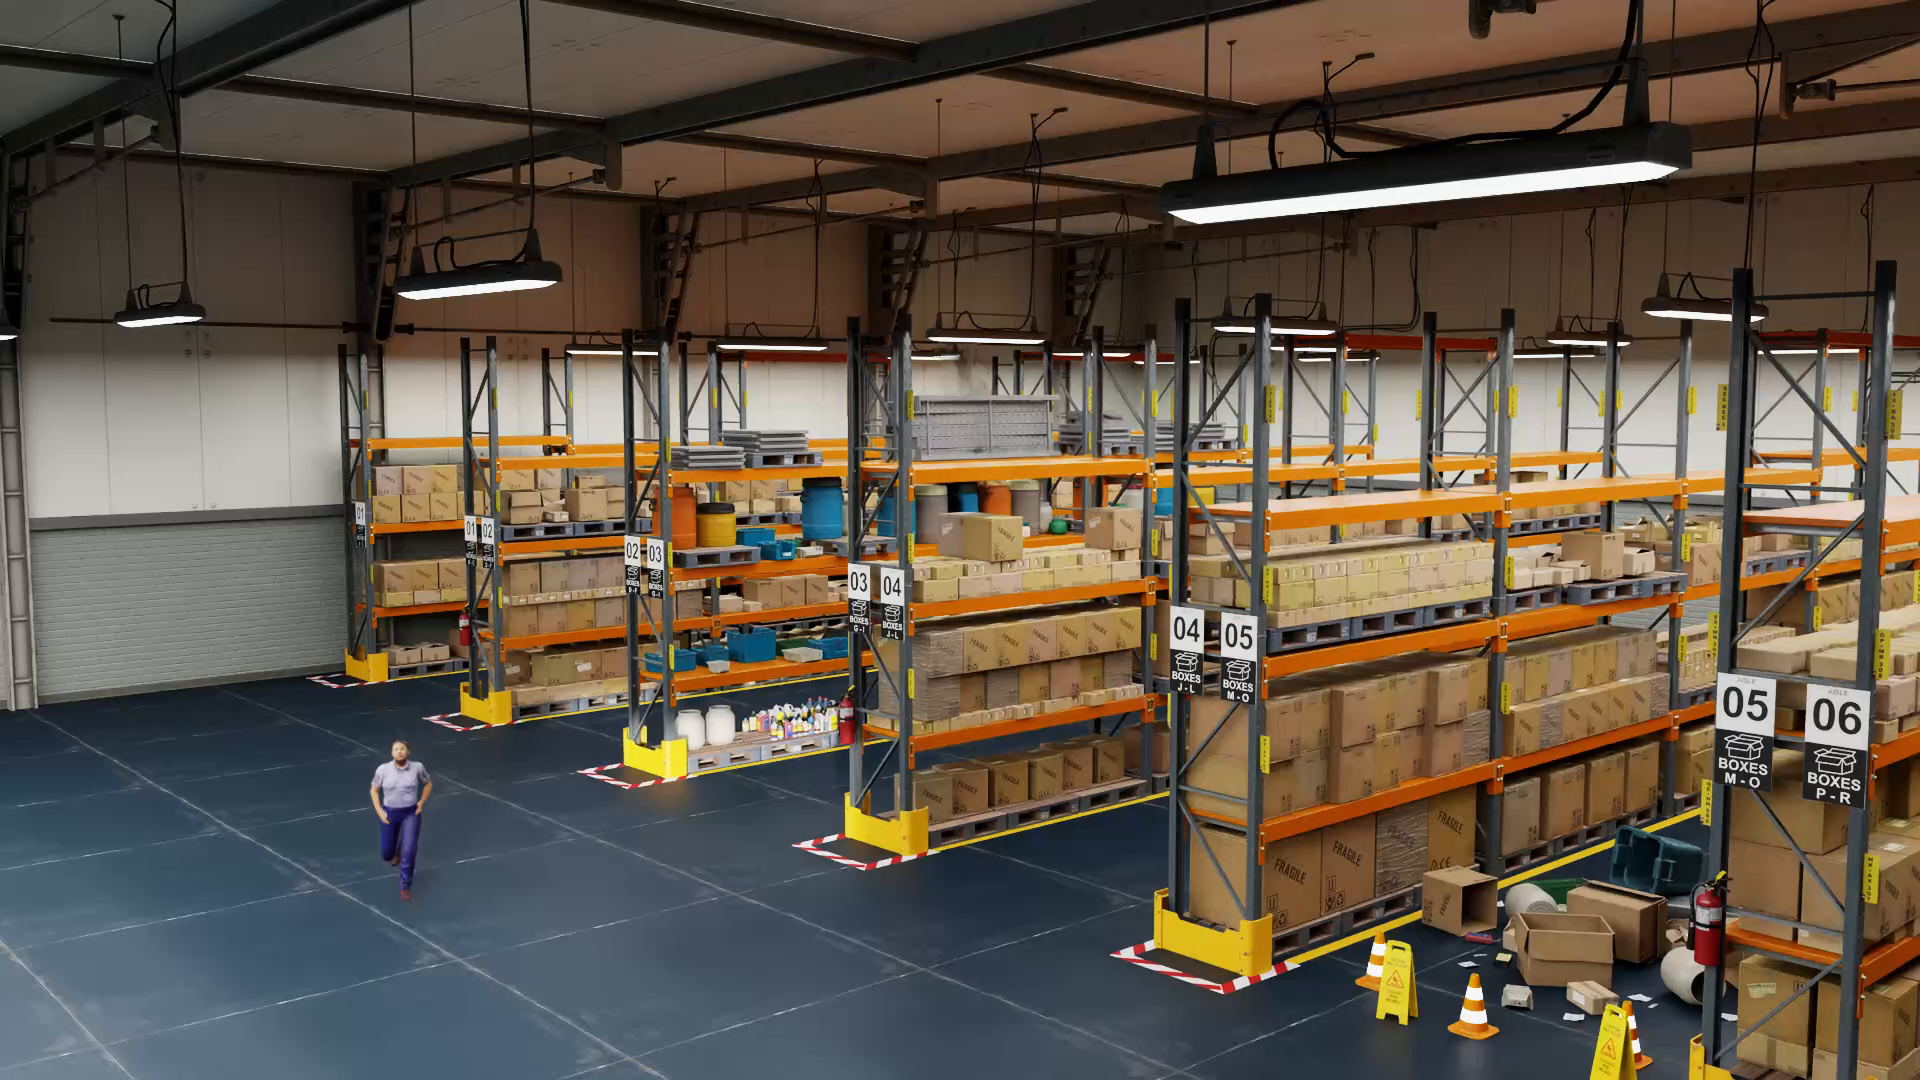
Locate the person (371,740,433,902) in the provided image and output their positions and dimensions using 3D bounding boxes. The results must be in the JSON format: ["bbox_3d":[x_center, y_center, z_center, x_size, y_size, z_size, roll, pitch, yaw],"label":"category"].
[{"bbox_3d":[-5.760,2.853,17.170,0.602,1.610,0.802,-1,5,-13],"label":"person"}]
